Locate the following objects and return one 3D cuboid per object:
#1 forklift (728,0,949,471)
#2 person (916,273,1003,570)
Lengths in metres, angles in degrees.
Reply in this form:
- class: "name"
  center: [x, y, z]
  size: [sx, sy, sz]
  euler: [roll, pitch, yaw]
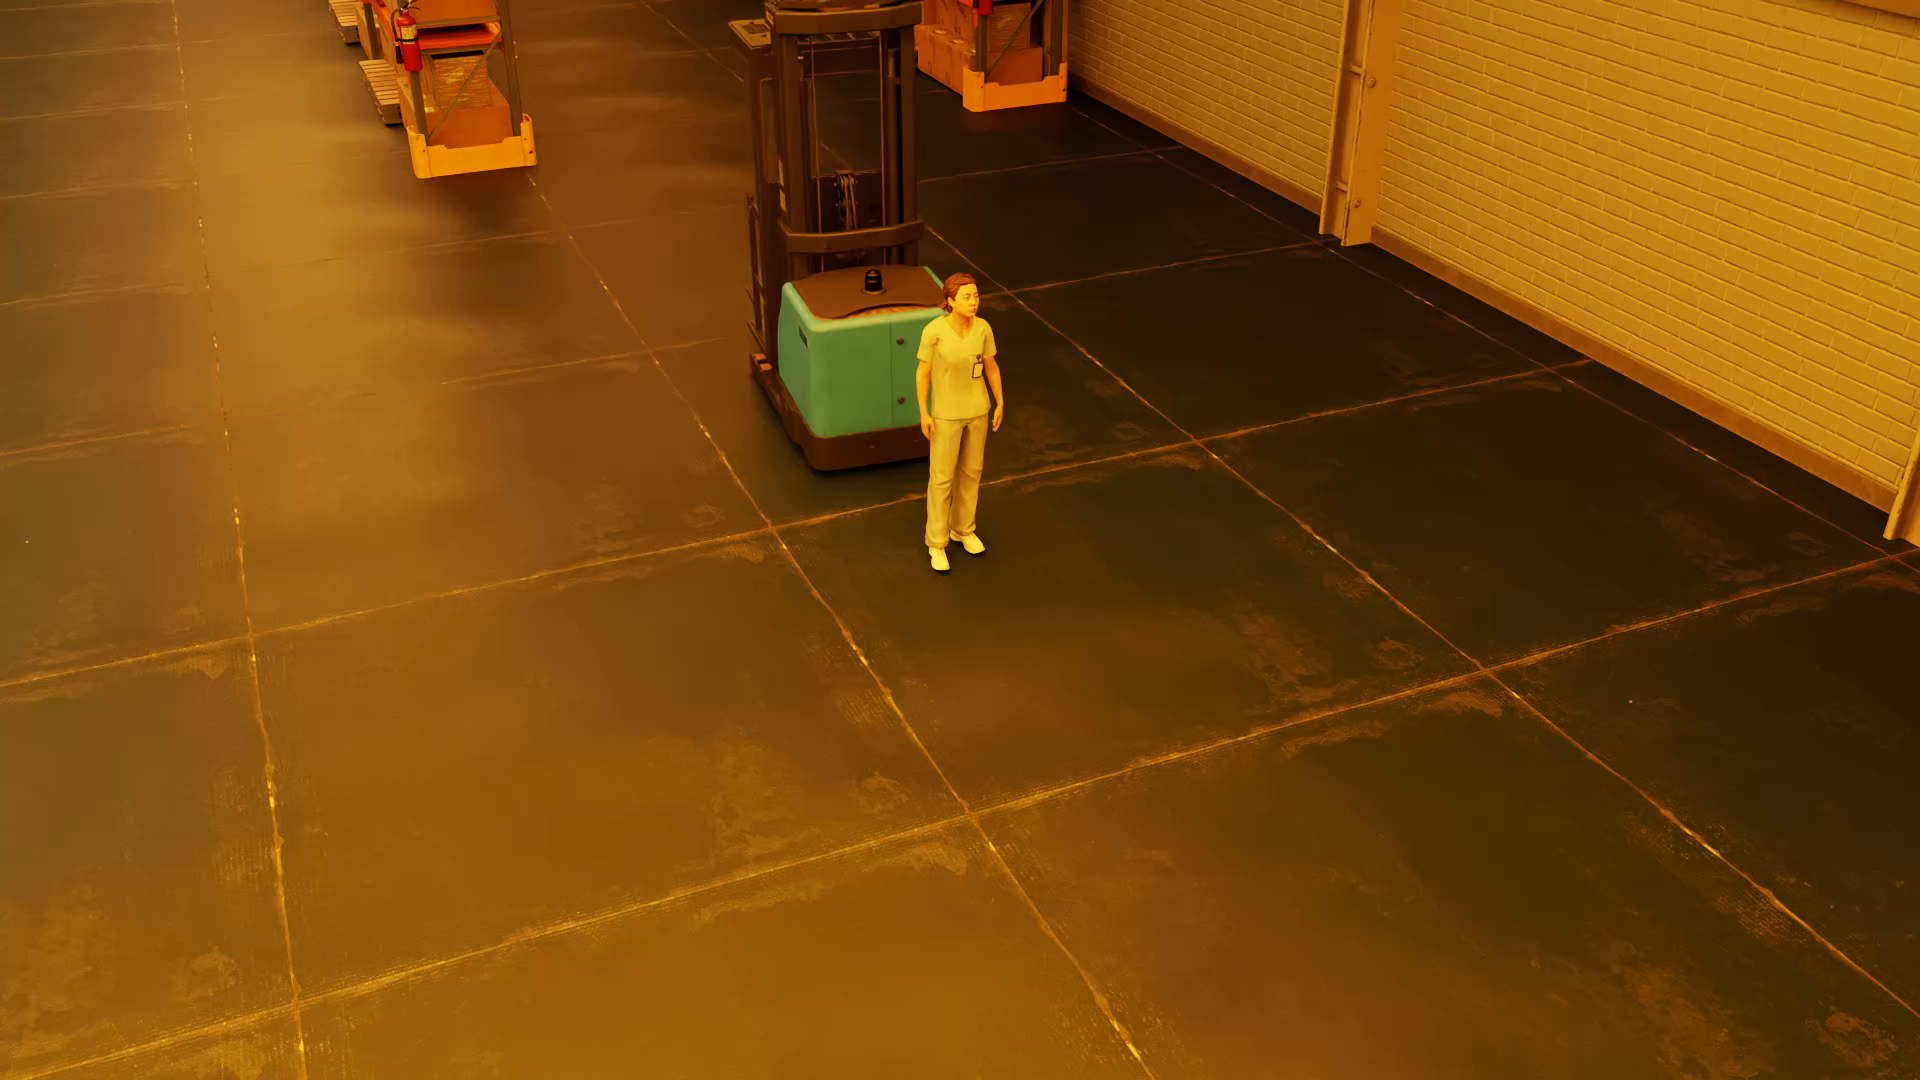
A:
- class: "forklift"
  center: [-0.901, -2.435, 11.378]
  size: [1.130, 2.935, 3.031]
  euler: [-9, 31, -16]
- class: "person"
  center: [0.017, -0.693, 9.593]
  size: [0.550, 1.664, 0.549]
  euler: [-12, 32, -20]
